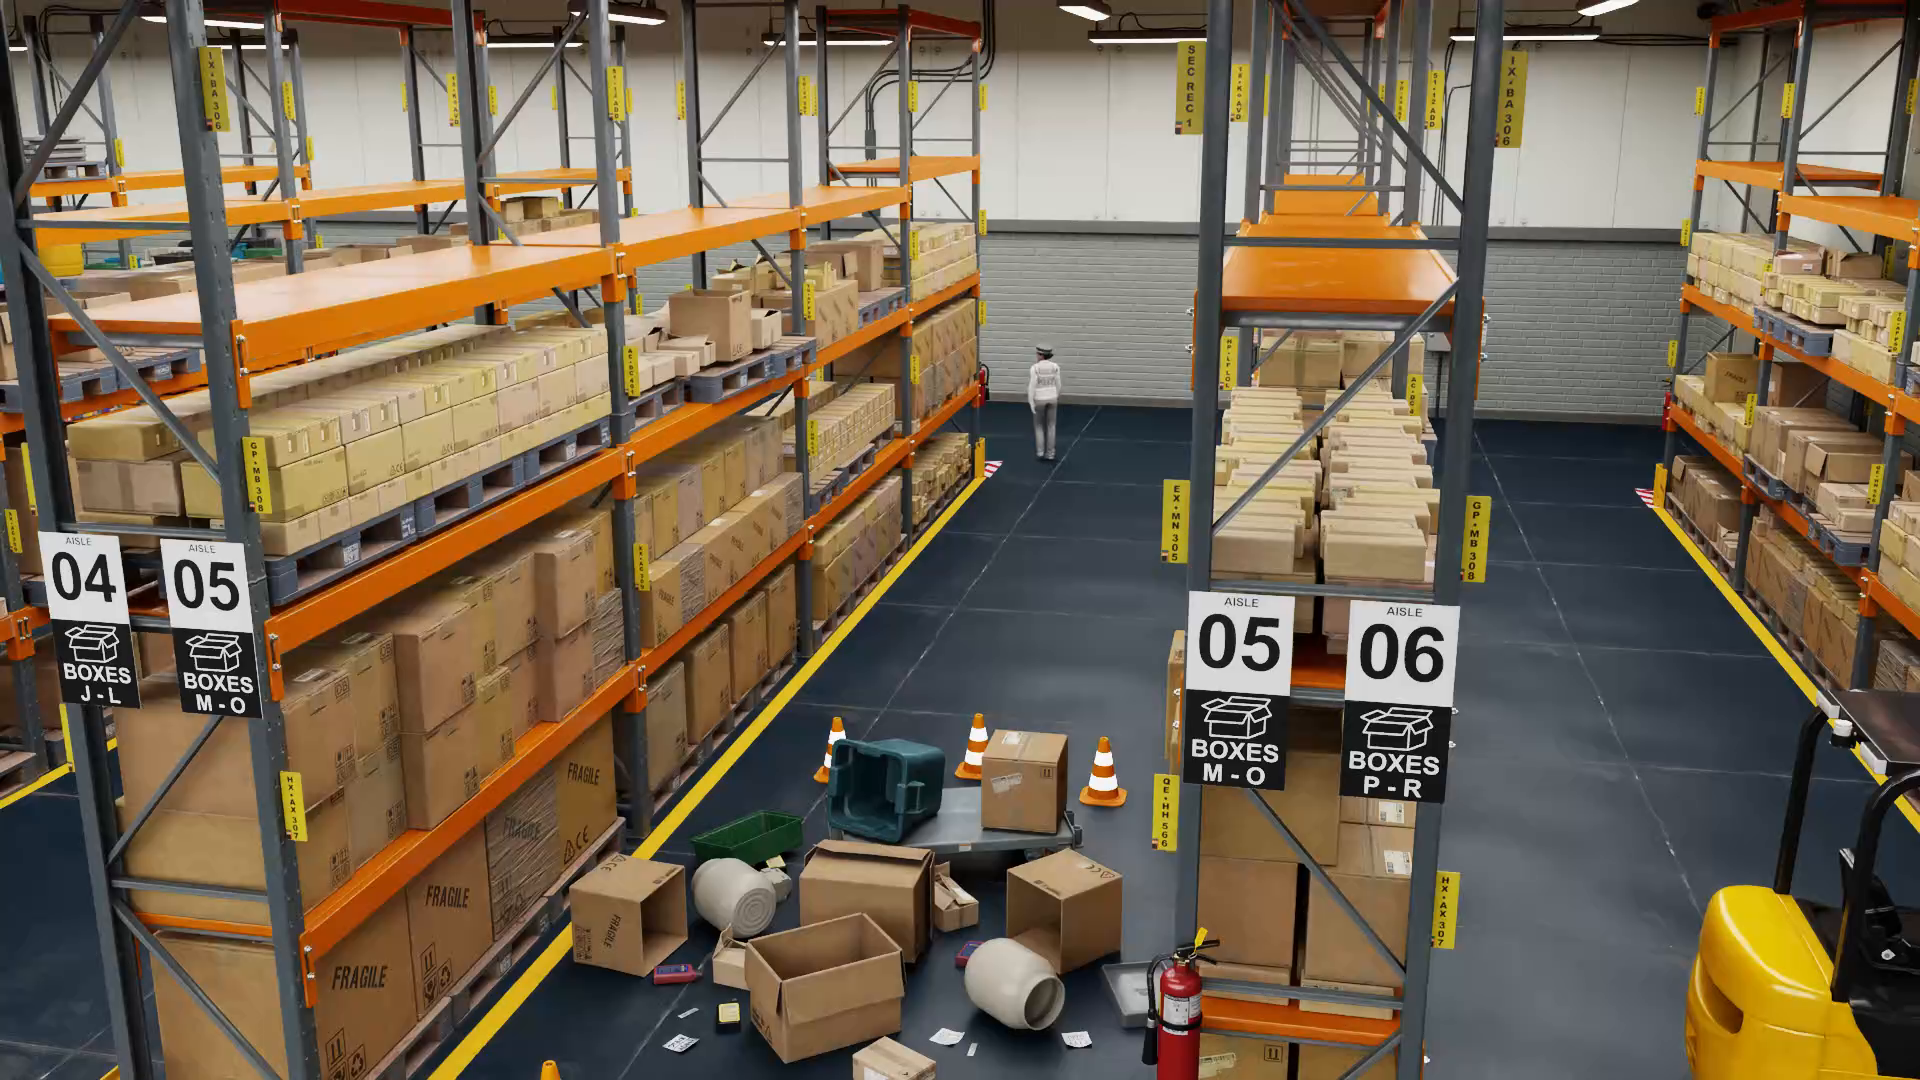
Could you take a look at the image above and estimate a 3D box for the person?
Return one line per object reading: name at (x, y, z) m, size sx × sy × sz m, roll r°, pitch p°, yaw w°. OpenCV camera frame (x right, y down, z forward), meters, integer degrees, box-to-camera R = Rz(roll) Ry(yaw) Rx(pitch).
person at (1.321, -1.473, 17.247) m, size 13.080 × 2.337 × 18.705 m, roll -3°, pitch 15°, yaw -10°
